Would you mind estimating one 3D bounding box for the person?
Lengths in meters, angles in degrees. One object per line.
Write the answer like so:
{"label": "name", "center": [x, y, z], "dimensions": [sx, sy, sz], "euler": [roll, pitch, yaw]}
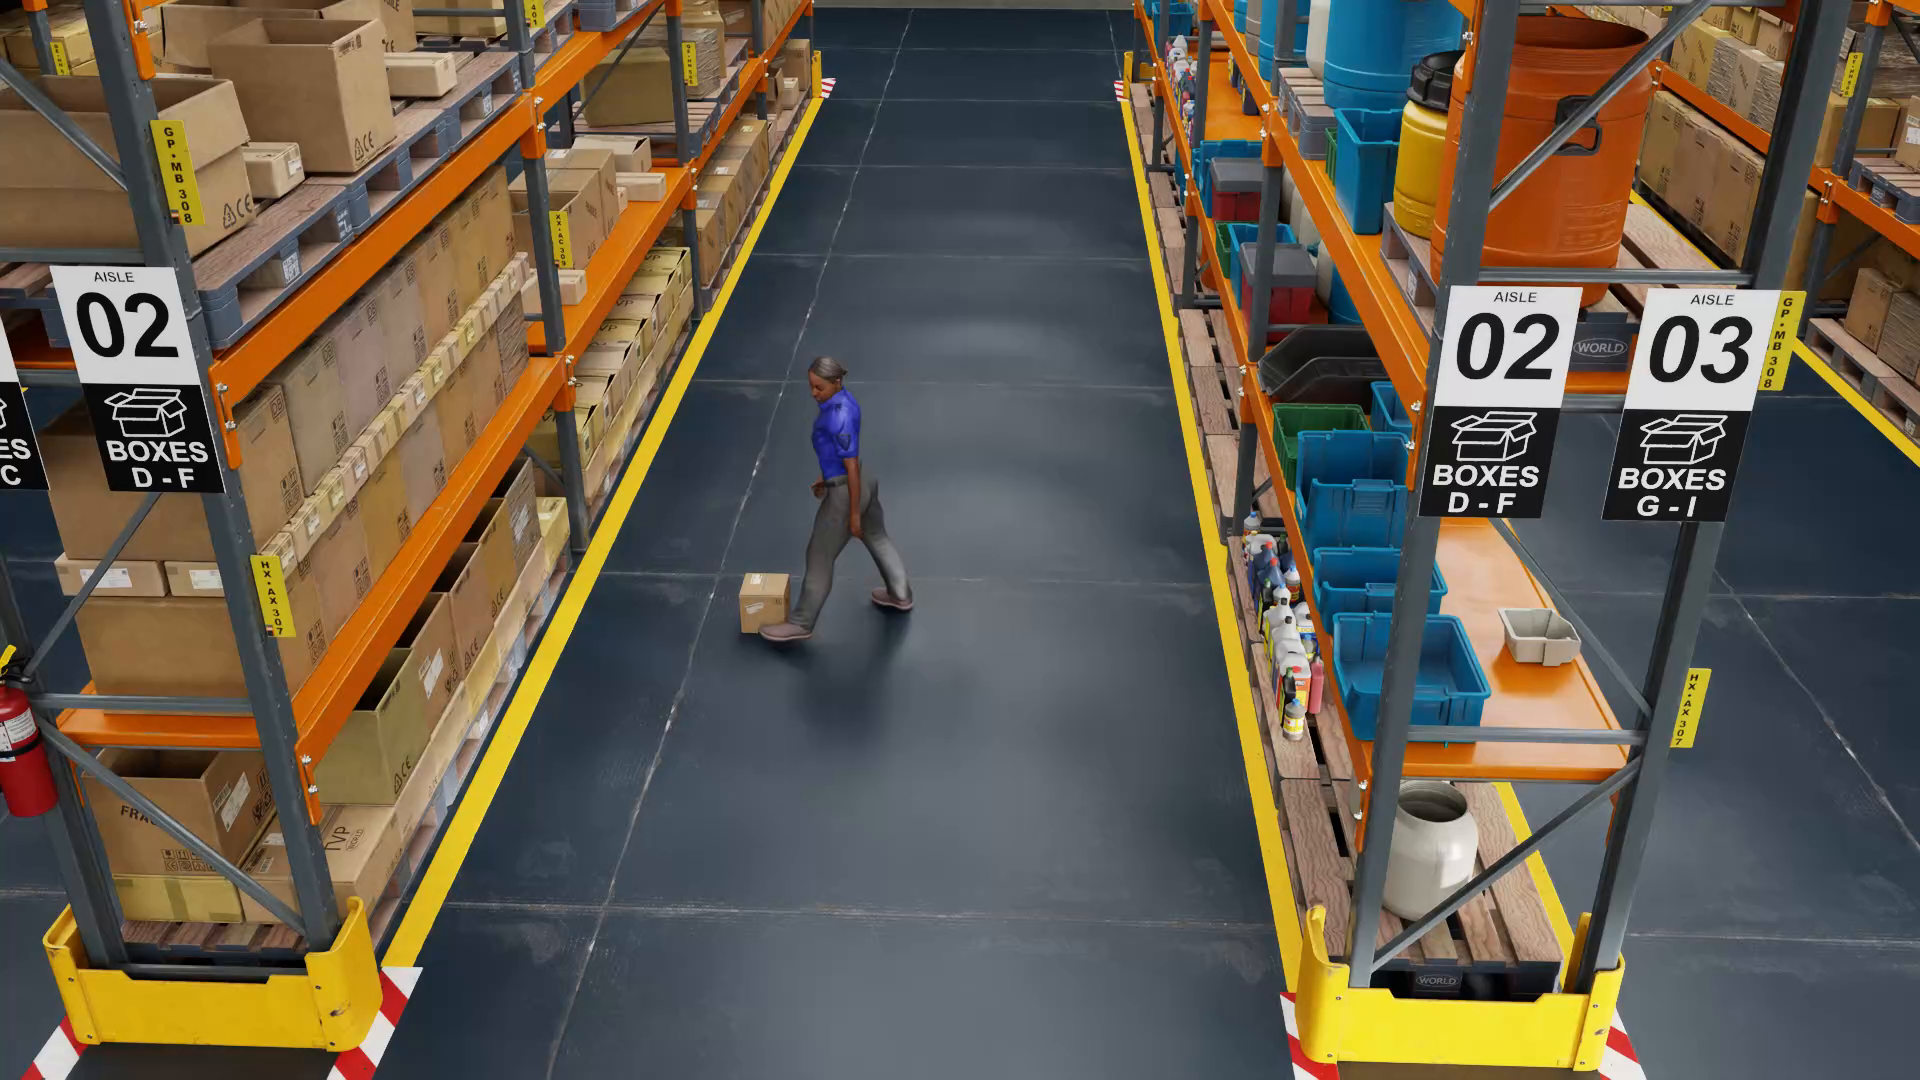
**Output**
{"label": "person", "center": [-0.682, -0.251, 9.084], "dimensions": [0.797, 1.617, 0.660], "euler": [3, 28, 6]}
